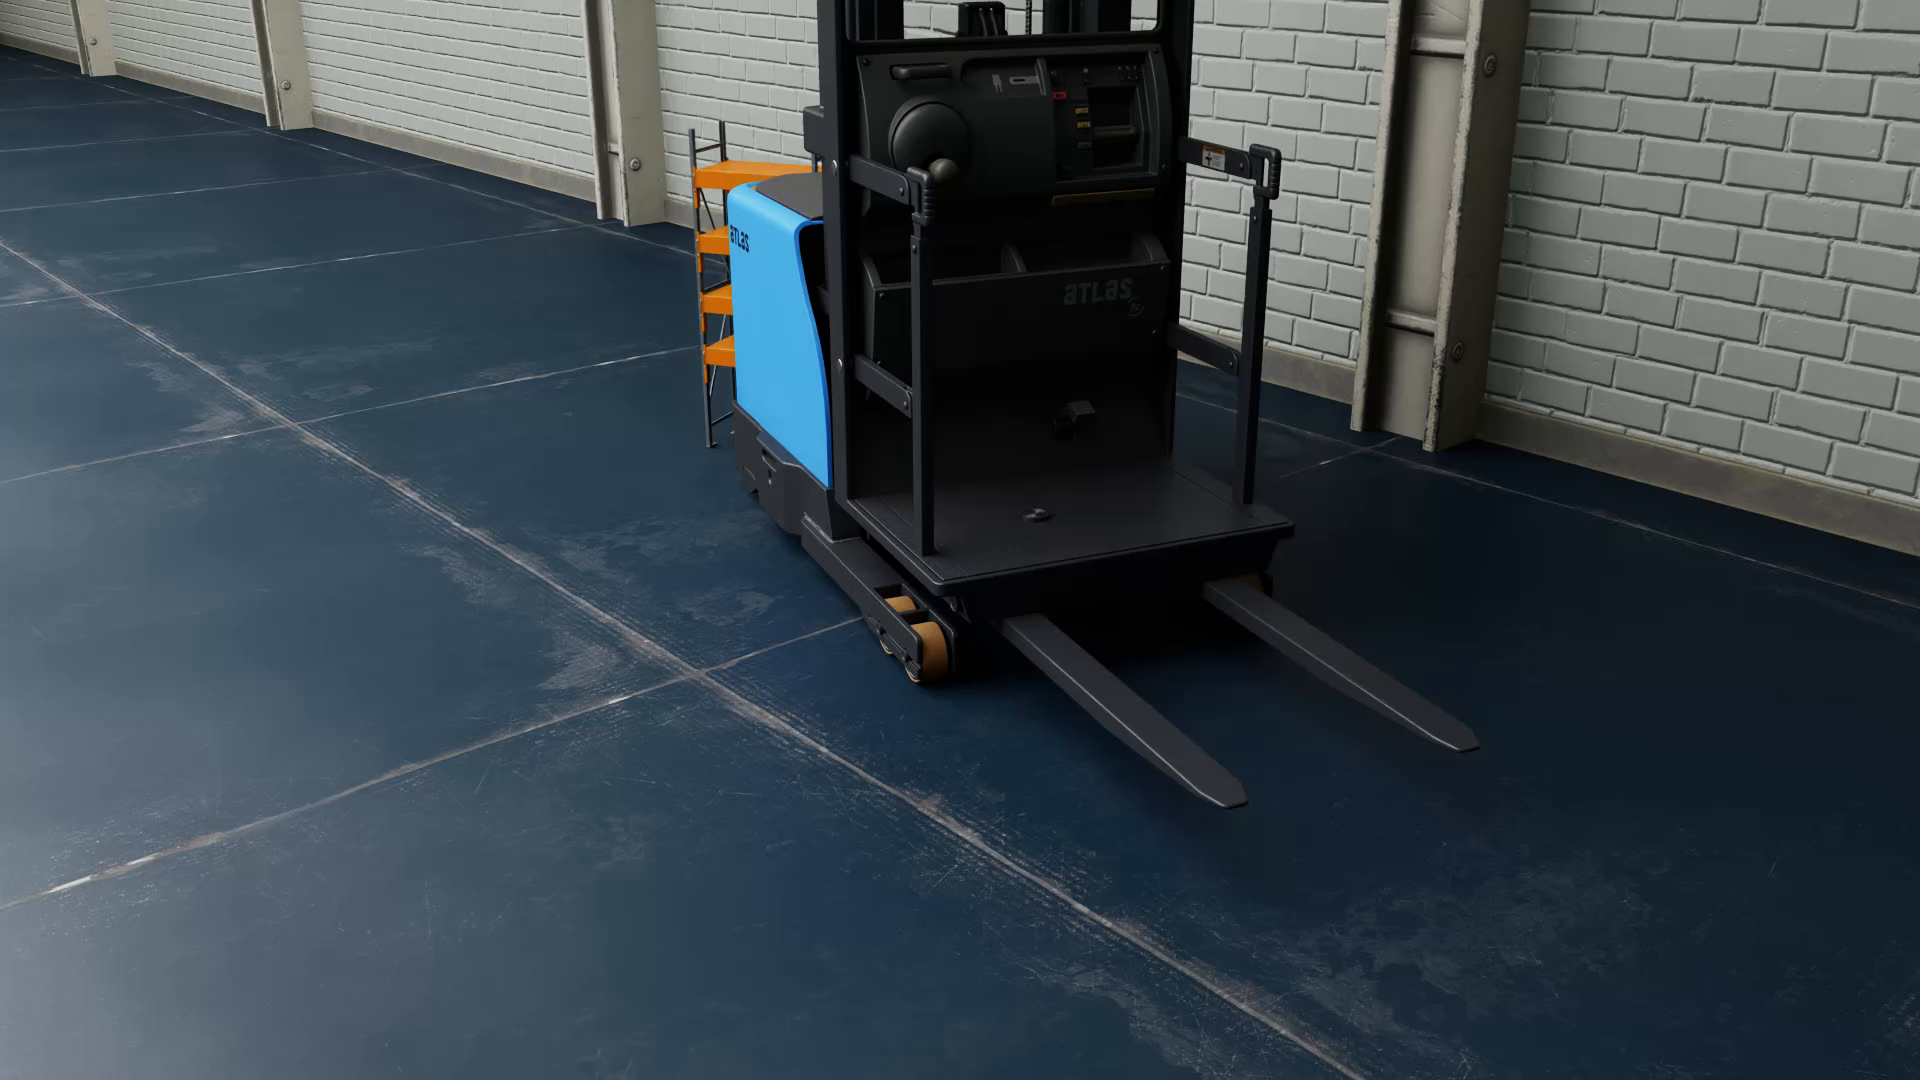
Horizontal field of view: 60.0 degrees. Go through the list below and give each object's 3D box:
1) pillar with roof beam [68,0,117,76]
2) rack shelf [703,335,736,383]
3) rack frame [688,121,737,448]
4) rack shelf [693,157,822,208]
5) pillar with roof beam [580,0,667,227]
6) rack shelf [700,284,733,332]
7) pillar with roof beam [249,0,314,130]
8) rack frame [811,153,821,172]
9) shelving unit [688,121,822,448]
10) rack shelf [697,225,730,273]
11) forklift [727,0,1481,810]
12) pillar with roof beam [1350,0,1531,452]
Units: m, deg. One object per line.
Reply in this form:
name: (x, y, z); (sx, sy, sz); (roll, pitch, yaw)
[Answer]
pillar with roof beam: (-13.216, -8.564, 15.009); (9.100, 9.000, 0.400); (-17, 27, -37)
rack shelf: (-0.695, -0.672, 6.282); (0.480, 0.148, 0.258); (8, 23, 20)
rack frame: (-0.921, -0.952, 6.270); (0.015, 1.200, 0.240); (8, 23, 20)
rack shelf: (-0.695, -1.285, 6.042); (0.480, 0.148, 0.258); (8, 23, 20)
pillar with roof beam: (-5.383, -5.248, 6.545); (9.100, 9.000, 0.400); (-17, 27, -37)
rack shelf: (-0.695, -0.856, 6.210); (0.480, 0.148, 0.258); (8, 23, 20)
pillar with roof beam: (-9.300, -6.906, 10.777); (9.100, 9.000, 0.400); (-17, 27, -37)
rack frame: (-0.468, -0.886, 6.101); (0.015, 1.200, 0.240); (8, 23, 20)
shelving unit: (-0.695, -0.919, 6.185); (0.503, 1.200, 0.258); (8, 23, 20)
rack shelf: (-0.695, -1.065, 6.128); (0.480, 0.148, 0.258); (8, 23, 20)
forklift: (0.250, -1.155, 4.415); (1.130, 2.935, 3.031); (-9, 23, -22)
pillar with roof beam: (-1.467, -3.591, 2.312); (9.100, 9.000, 0.400); (-17, 27, -37)
